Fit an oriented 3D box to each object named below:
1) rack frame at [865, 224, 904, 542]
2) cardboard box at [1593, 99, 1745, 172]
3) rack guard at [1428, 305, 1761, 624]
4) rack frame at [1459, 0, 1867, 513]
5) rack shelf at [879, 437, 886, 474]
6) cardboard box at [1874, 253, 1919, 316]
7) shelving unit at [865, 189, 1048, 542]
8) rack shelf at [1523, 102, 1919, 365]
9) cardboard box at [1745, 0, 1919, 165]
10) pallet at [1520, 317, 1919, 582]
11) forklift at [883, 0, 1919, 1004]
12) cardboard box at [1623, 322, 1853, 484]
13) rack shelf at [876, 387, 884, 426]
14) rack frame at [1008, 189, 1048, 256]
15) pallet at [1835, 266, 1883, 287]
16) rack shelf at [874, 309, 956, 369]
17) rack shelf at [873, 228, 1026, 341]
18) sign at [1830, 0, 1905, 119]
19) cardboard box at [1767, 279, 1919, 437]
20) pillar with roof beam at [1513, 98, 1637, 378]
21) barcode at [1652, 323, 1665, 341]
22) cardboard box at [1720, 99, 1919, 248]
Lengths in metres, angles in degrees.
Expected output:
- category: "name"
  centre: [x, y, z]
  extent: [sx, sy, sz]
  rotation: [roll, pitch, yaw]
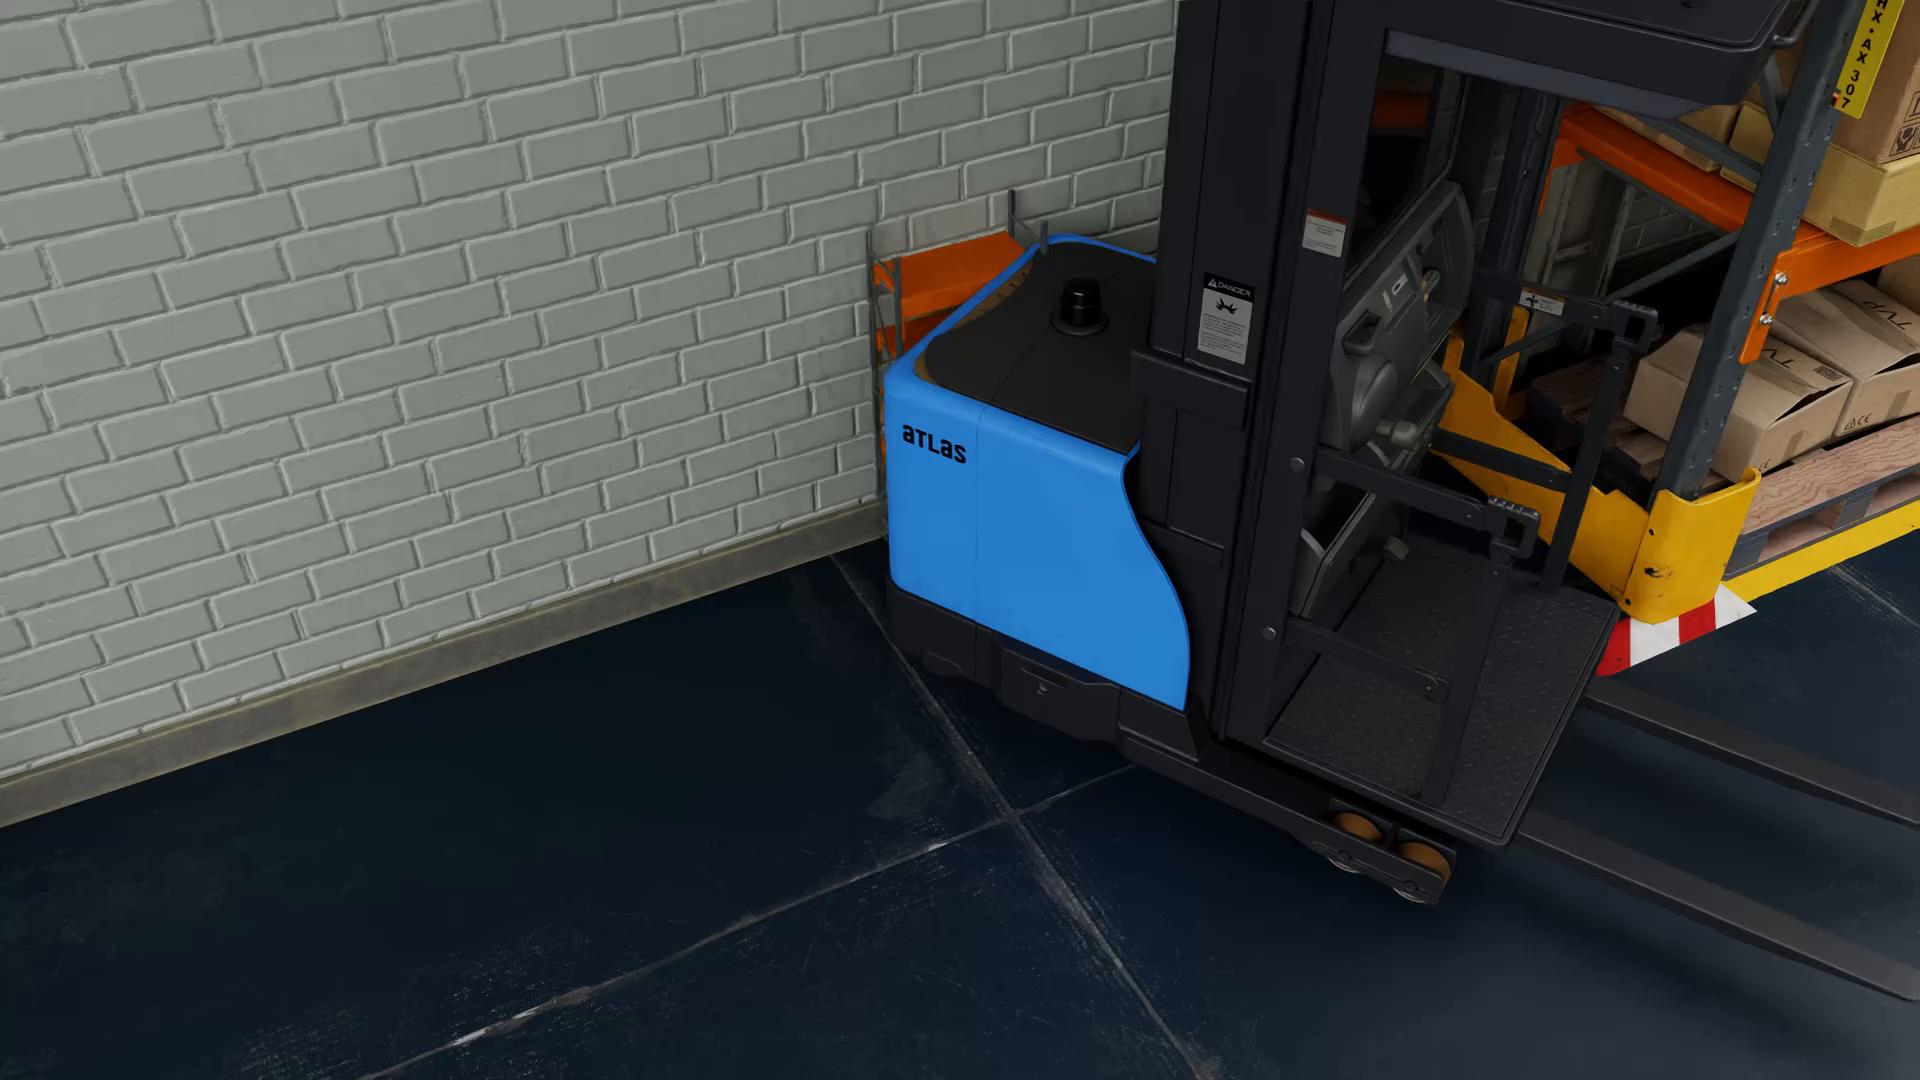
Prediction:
- category: "rack frame"
  centre: [-0.228, -0.422, 5.307]
  extent: [0.015, 1.200, 0.240]
  rotation: [-17, 42, -19]
- category: "cardboard box"
  centre: [2.373, -1.420, 5.207]
  extent: [0.500, 0.250, 0.500]
  rotation: [-18, 43, -20]
- category: "rack guard"
  centre: [2.116, -0.288, 5.703]
  extent: [0.348, 0.500, 1.175]
  rotation: [-19, 44, -21]
- category: "rack frame"
  centre: [2.048, -1.219, 4.869]
  extent: [0.127, 3.000, 1.000]
  rotation: [-19, 44, -21]
- category: "rack shelf"
  centre: [-0.005, -0.284, 5.556]
  extent: [0.480, 0.148, 0.258]
  rotation: [-17, 42, -19]
- category: "cardboard box"
  centre: [3.883, -0.949, 6.143]
  extent: [0.500, 0.500, 0.700]
  rotation: [-21, 45, -23]
- category: "shelving unit"
  centre: [-0.007, -0.490, 5.388]
  extent: [0.503, 1.200, 0.258]
  rotation: [-17, 42, -19]
- category: "rack shelf"
  centre: [3.822, -1.542, 5.806]
  extent: [4.000, 0.370, 1.077]
  rotation: [-19, 44, -21]
- category: "cardboard box"
  centre: [2.611, -1.426, 4.633]
  extent: [0.500, 0.500, 0.500]
  rotation: [-19, 44, -21]
- category: "pallet"
  centre: [2.853, -0.400, 6.059]
  extent: [1.213, 0.211, 1.003]
  rotation: [-19, 44, -21]
- category: "forklift"
  centre: [1.286, -0.518, 4.094]
  extent: [3.031, 2.935, 1.130]
  rotation: [22, 45, 24]
- category: "cardboard box"
  centre: [2.703, -0.516, 5.778]
  extent: [0.500, 0.311, 0.500]
  rotation: [-24, 46, -25]
- category: "rack shelf"
  centre: [-0.007, -0.438, 5.430]
  extent: [0.480, 0.148, 0.258]
  rotation: [-17, 42, -19]
- category: "rack frame"
  centre: [0.213, -0.558, 5.468]
  extent: [0.015, 1.200, 0.240]
  rotation: [-17, 42, -19]
- category: "pallet"
  centre: [3.933, -0.761, 6.486]
  extent: [1.213, 0.211, 1.003]
  rotation: [-19, 44, -21]
- category: "rack shelf"
  centre: [-0.009, -0.611, 5.289]
  extent: [0.480, 0.148, 0.258]
  rotation: [-17, 42, -19]
- category: "rack shelf"
  centre: [-0.010, -0.795, 5.140]
  extent: [0.480, 0.148, 0.258]
  rotation: [-17, 42, -19]
- category: "sign"
  centre: [2.299, -1.239, 4.222]
  extent: [0.005, 0.325, 0.100]
  rotation: [-19, 44, -21]
- category: "cardboard box"
  centre: [3.209, -0.686, 5.979]
  extent: [0.500, 0.311, 0.500]
  rotation: [-15, 43, -17]
- category: "pillar with roof beam"
  centre: [4.258, -1.747, 0.849]
  extent: [0.400, 9.000, 9.100]
  rotation: [-19, 44, -21]
- category: "barcode"
  centre: [2.535, -0.754, 6.053]
  extent: [0.075, 0.075, 0.001]
  rotation: [-19, 44, -21]
- category: "cardboard box"
  centre: [2.628, -1.133, 4.868]
  extent: [0.500, 0.250, 0.500]
  rotation: [-20, 44, -22]
